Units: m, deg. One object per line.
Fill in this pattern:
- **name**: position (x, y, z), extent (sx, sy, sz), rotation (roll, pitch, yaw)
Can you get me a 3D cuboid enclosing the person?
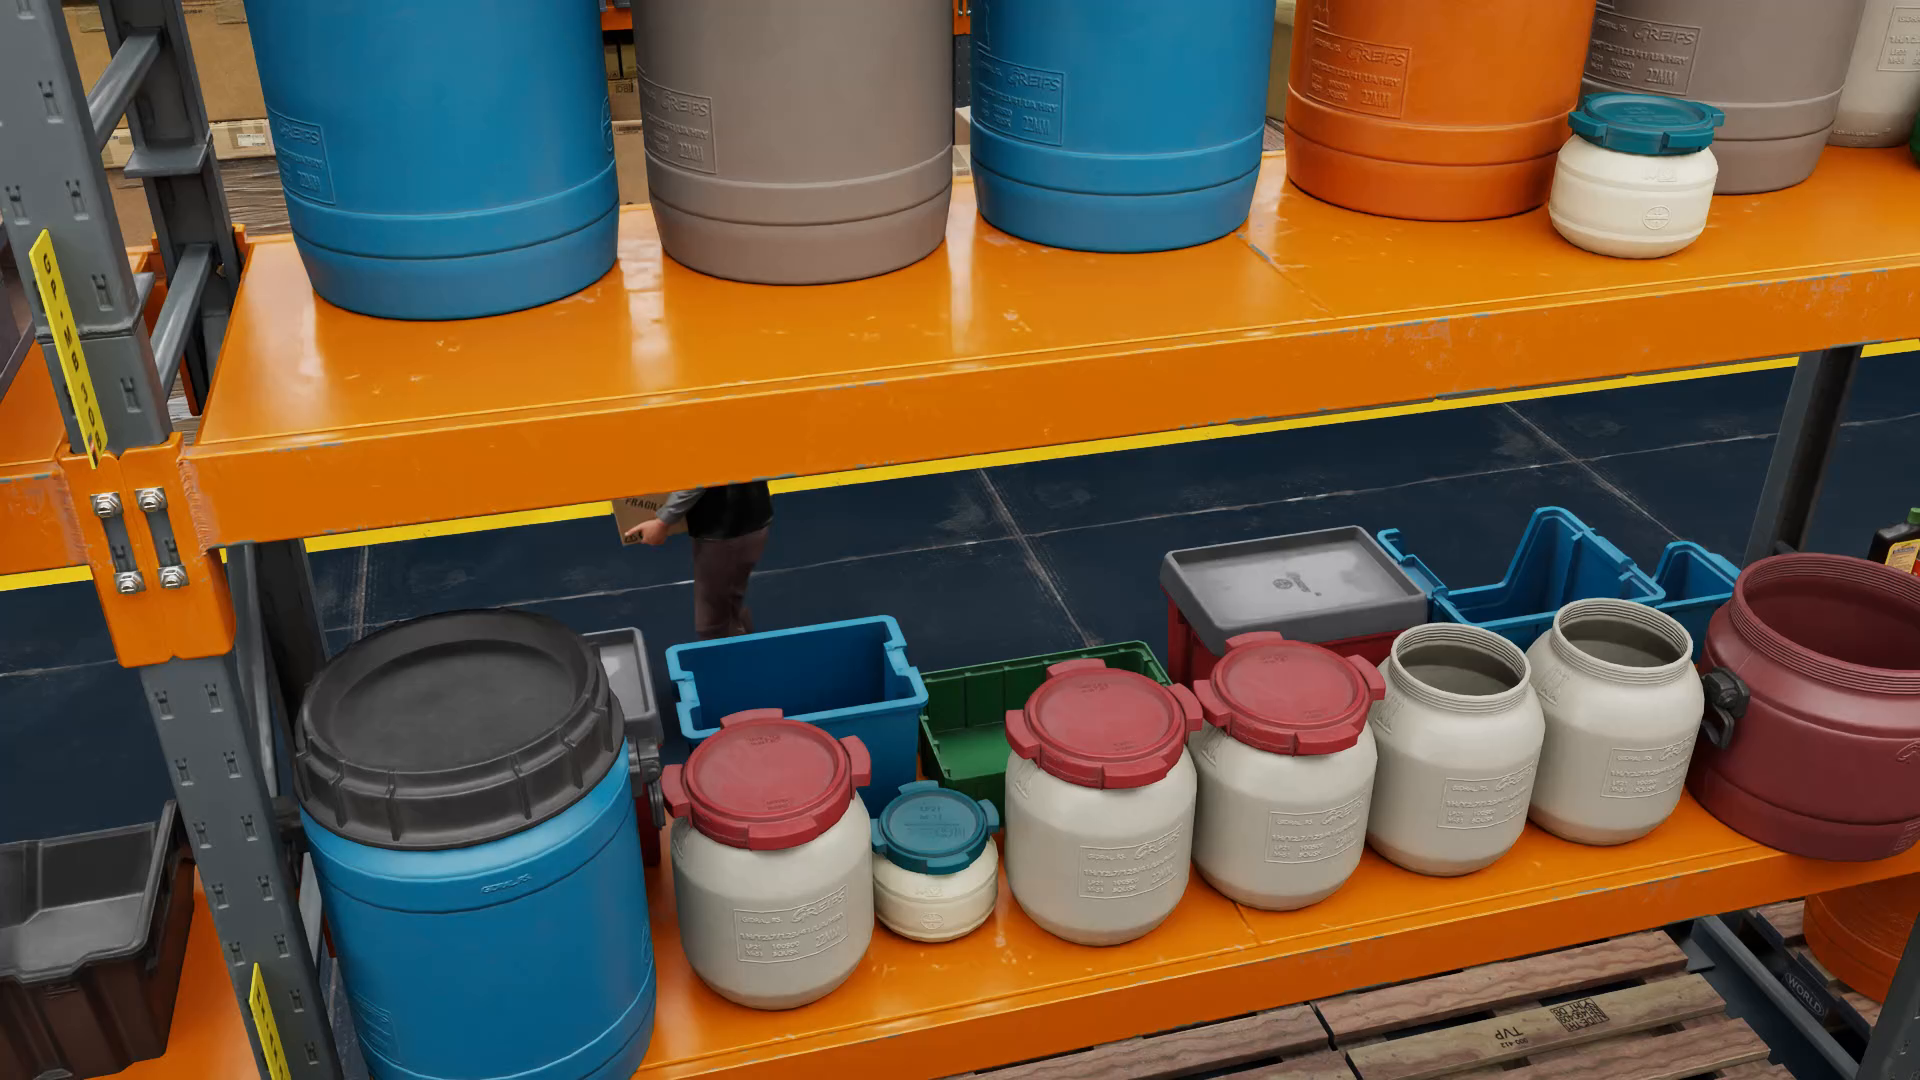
- **person**: position (-0.979, -0.045, 6.240), extent (0.554, 1.716, 0.494), rotation (-7, 31, -13)
